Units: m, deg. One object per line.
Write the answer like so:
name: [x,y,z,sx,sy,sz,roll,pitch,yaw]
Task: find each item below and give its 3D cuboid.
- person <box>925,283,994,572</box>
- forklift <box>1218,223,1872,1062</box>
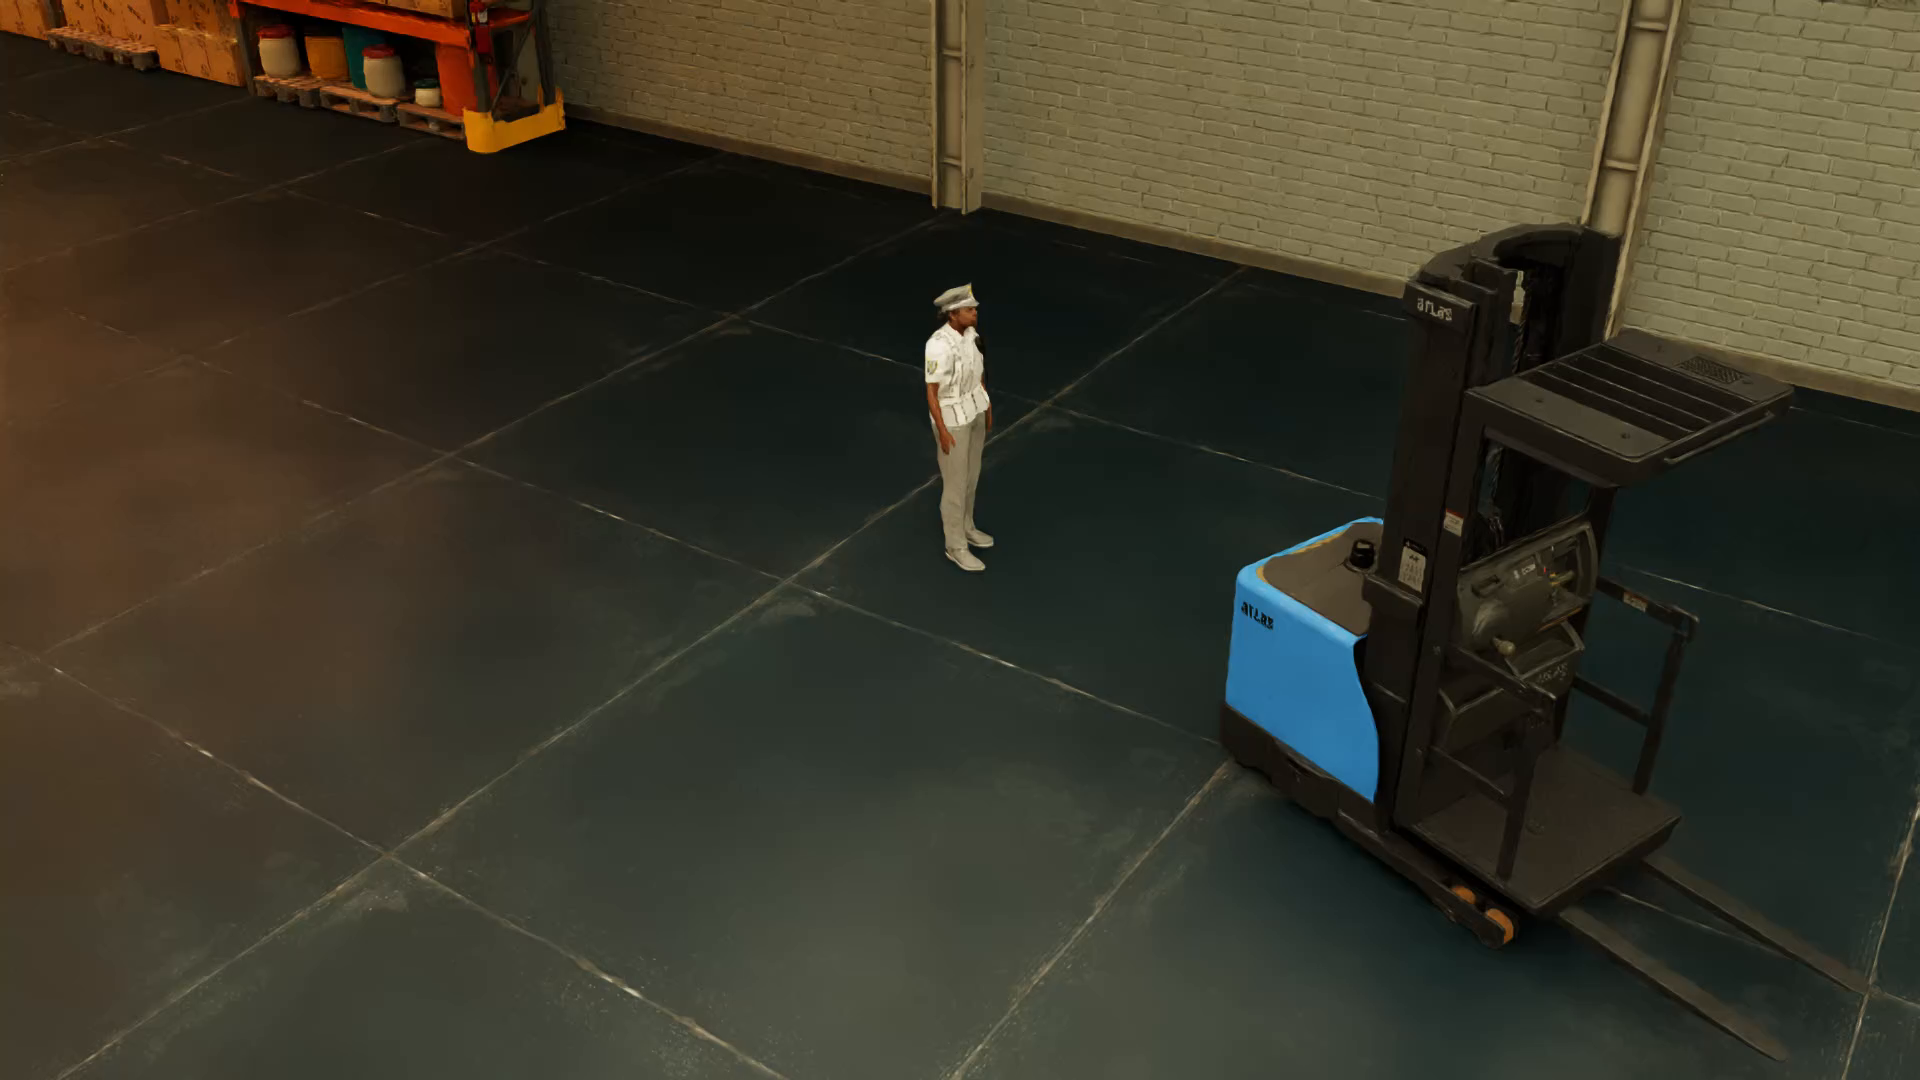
person: [0.051,-0.710,10.020,0.529,1.695,0.570,19,35,29]
forklift: [2.609,0.261,7.132,1.130,2.935,3.031,-20,36,-31]
